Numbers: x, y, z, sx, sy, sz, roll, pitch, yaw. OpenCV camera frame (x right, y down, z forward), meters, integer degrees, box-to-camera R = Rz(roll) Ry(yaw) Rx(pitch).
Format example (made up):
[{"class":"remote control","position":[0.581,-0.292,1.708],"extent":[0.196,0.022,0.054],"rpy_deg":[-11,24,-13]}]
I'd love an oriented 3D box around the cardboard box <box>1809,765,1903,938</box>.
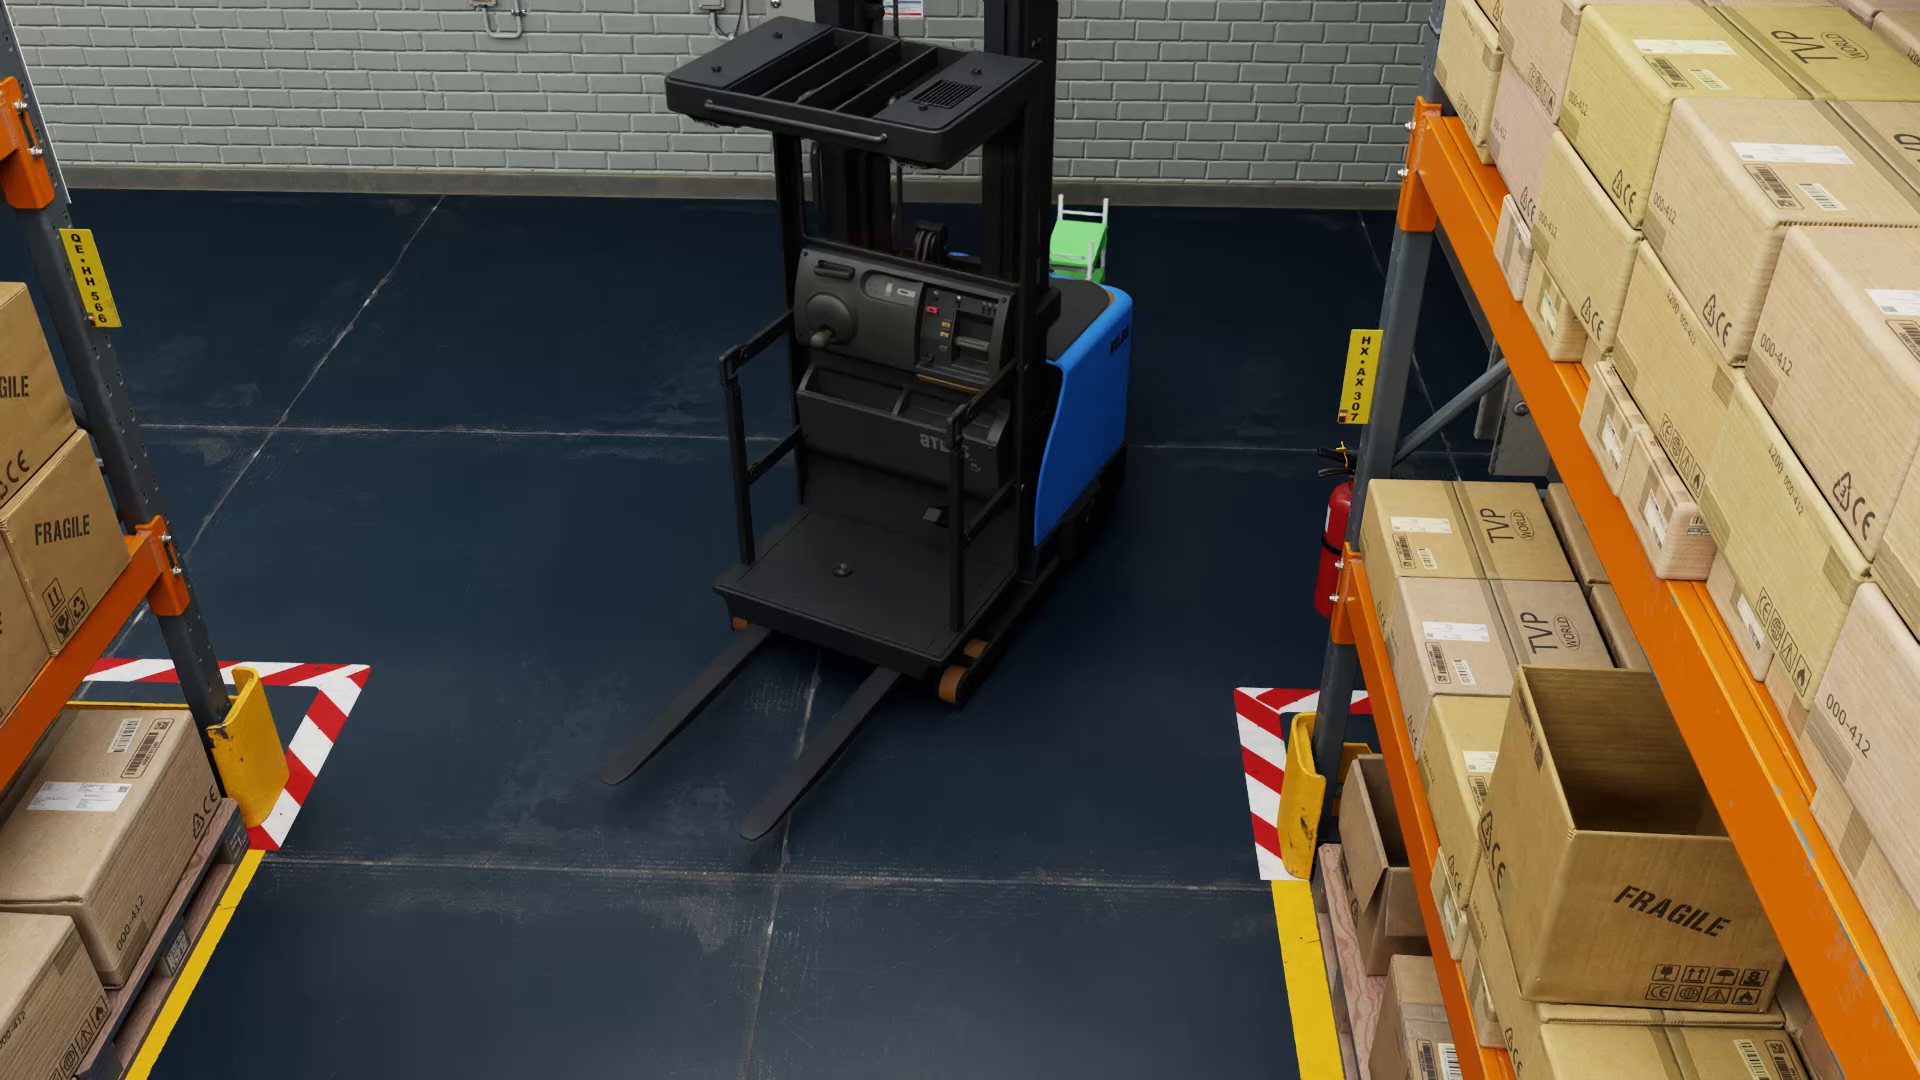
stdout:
[{"class":"cardboard box","position":[1.377,0.393,2.192],"extent":[0.380,0.149,0.250],"rpy_deg":[1,35,2]}]

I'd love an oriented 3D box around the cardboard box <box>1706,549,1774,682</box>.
[{"class":"cardboard box","position":[1.421,0.095,2.616],"extent":[0.380,0.149,0.250],"rpy_deg":[2,35,2]}]

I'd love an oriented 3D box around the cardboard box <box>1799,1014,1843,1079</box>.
[{"class":"cardboard box","position":[1.936,0.950,3.009],"extent":[0.500,0.500,0.500],"rpy_deg":[0,35,1]}]

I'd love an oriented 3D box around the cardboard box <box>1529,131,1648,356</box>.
[{"class":"cardboard box","position":[1.448,-0.584,3.236],"extent":[0.500,0.250,0.500],"rpy_deg":[0,35,0]}]

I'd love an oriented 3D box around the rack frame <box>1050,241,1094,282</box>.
[{"class":"rack frame","position":[0.493,-0.887,7.968],"extent":[0.240,1.200,0.015],"rpy_deg":[7,36,10]}]

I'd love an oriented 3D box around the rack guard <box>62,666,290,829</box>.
[{"class":"rack guard","position":[-3.188,0.765,6.227],"extent":[1.175,0.500,0.348],"rpy_deg":[1,35,2]}]

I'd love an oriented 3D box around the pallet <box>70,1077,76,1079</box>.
[{"class":"pallet","position":[-3.194,2.057,4.639],"extent":[1.003,0.211,1.213],"rpy_deg":[1,35,2]}]

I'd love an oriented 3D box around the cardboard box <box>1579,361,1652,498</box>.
[{"class":"cardboard box","position":[1.368,-0.200,3.035],"extent":[0.380,0.149,0.250],"rpy_deg":[1,35,2]}]

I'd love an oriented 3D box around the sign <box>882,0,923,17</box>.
[{"class":"sign","position":[-0.390,-3.421,10.091],"extent":[0.329,0.494,0.001],"rpy_deg":[1,35,2]}]

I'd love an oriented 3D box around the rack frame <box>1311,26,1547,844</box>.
[{"class":"rack frame","position":[1.771,-0.132,5.328],"extent":[1.000,3.000,0.127],"rpy_deg":[1,35,2]}]

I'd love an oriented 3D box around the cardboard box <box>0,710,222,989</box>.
[{"class":"cardboard box","position":[-3.115,1.014,5.562],"extent":[0.875,0.438,0.875],"rpy_deg":[0,35,0]}]

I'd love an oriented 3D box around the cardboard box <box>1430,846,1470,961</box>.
[{"class":"cardboard box","position":[1.383,0.893,4.089],"extent":[0.380,0.149,0.250],"rpy_deg":[0,35,1]}]

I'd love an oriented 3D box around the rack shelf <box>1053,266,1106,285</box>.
[{"class":"rack shelf","position":[0.544,-1.168,8.062],"extent":[0.258,0.148,0.480],"rpy_deg":[7,36,10]}]

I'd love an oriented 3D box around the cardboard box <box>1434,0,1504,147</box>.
[{"class":"cardboard box","position":[1.480,-1.170,4.070],"extent":[0.500,0.250,0.500],"rpy_deg":[1,35,1]}]

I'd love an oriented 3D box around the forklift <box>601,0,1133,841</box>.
[{"class":"forklift","position":[-0.331,-0.819,6.367],"extent":[1.130,2.935,3.031],"rpy_deg":[17,38,22]}]

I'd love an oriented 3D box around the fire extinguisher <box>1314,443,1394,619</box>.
[{"class":"fire extinguisher","position":[1.315,-0.042,5.593],"extent":[0.296,0.674,0.183],"rpy_deg":[1,35,2]}]

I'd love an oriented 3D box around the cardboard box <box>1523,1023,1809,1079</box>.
[{"class":"cardboard box","position":[1.426,1.234,3.258],"extent":[0.500,0.250,0.500],"rpy_deg":[1,35,2]}]

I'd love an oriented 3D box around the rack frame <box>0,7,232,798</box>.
[{"class":"rack frame","position":[-3.188,-0.244,5.488],"extent":[1.000,3.000,0.127],"rpy_deg":[1,35,2]}]

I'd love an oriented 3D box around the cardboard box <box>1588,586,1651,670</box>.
[{"class":"cardboard box","position":[1.996,0.375,4.480],"extent":[0.500,0.250,0.500],"rpy_deg":[1,35,2]}]

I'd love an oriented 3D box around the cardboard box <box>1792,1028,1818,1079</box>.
[{"class":"cardboard box","position":[1.936,1.243,3.244],"extent":[0.500,0.250,0.500],"rpy_deg":[2,35,3]}]

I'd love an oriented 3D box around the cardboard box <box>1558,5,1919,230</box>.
[{"class":"cardboard box","position":[1.457,-0.794,3.099],"extent":[0.500,0.250,0.500],"rpy_deg":[1,35,1]}]

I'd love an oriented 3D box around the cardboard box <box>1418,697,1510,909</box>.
[{"class":"cardboard box","position":[1.447,0.644,4.097],"extent":[0.500,0.250,0.500],"rpy_deg":[1,35,1]}]

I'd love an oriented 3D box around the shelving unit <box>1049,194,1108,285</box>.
[{"class":"shelving unit","position":[0.544,-1.024,8.164],"extent":[0.258,1.200,0.503],"rpy_deg":[7,36,10]}]

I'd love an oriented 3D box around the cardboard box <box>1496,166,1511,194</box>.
[{"class":"cardboard box","position":[1.542,-0.927,4.070],"extent":[0.380,0.149,0.250],"rpy_deg":[2,35,3]}]

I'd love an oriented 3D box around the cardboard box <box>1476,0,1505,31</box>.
[{"class":"cardboard box","position":[1.503,-1.374,3.925],"extent":[0.500,0.250,0.500],"rpy_deg":[1,35,1]}]

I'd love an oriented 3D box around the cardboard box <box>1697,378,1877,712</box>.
[{"class":"cardboard box","position":[1.422,0.003,2.400],"extent":[0.500,0.250,0.500],"rpy_deg":[2,35,3]}]

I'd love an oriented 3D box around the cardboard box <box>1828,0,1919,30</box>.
[{"class":"cardboard box","position":[2.011,-1.063,3.482],"extent":[0.500,0.250,0.500],"rpy_deg":[0,35,0]}]

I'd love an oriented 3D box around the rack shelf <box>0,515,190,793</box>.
[{"class":"rack shelf","position":[-3.269,1.199,4.060],"extent":[1.077,0.370,4.000],"rpy_deg":[1,35,2]}]

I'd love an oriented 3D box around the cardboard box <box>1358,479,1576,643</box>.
[{"class":"cardboard box","position":[1.484,0.063,4.924],"extent":[0.500,0.250,0.500],"rpy_deg":[2,35,2]}]

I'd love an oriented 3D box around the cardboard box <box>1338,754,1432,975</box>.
[{"class":"cardboard box","position":[1.652,1.067,5.429],"extent":[0.797,0.503,0.637],"rpy_deg":[0,35,0]}]

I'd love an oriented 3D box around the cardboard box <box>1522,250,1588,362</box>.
[{"class":"cardboard box","position":[1.398,-0.489,3.446],"extent":[0.380,0.149,0.250],"rpy_deg":[1,35,2]}]

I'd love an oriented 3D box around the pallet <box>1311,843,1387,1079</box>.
[{"class":"pallet","position":[1.737,1.511,5.416],"extent":[1.003,0.211,1.213],"rpy_deg":[1,35,2]}]

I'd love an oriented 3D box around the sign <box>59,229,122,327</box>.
[{"class":"sign","position":[-2.647,-0.794,5.058],"extent":[0.100,0.325,0.005],"rpy_deg":[1,35,2]}]

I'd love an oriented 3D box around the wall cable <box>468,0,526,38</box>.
[{"class":"wall cable","position":[-2.985,-3.913,9.798],"extent":[0.585,1.953,0.123],"rpy_deg":[1,35,2]}]

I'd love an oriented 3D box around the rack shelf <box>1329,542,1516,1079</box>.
[{"class":"rack shelf","position":[1.691,1.312,3.900],"extent":[1.077,0.370,4.000],"rpy_deg":[1,35,2]}]

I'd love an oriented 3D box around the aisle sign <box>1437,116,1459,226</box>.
[{"class":"aisle sign","position":[1.481,-1.241,4.646],"extent":[0.394,0.787,0.004],"rpy_deg":[1,35,2]}]

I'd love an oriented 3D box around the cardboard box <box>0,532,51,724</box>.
[{"class":"cardboard box","position":[-2.979,0.286,4.647],"extent":[0.500,0.500,0.500],"rpy_deg":[1,35,1]}]

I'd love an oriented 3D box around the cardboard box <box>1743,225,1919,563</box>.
[{"class":"cardboard box","position":[1.431,-0.204,2.260],"extent":[0.500,0.250,0.500],"rpy_deg":[2,35,3]}]
